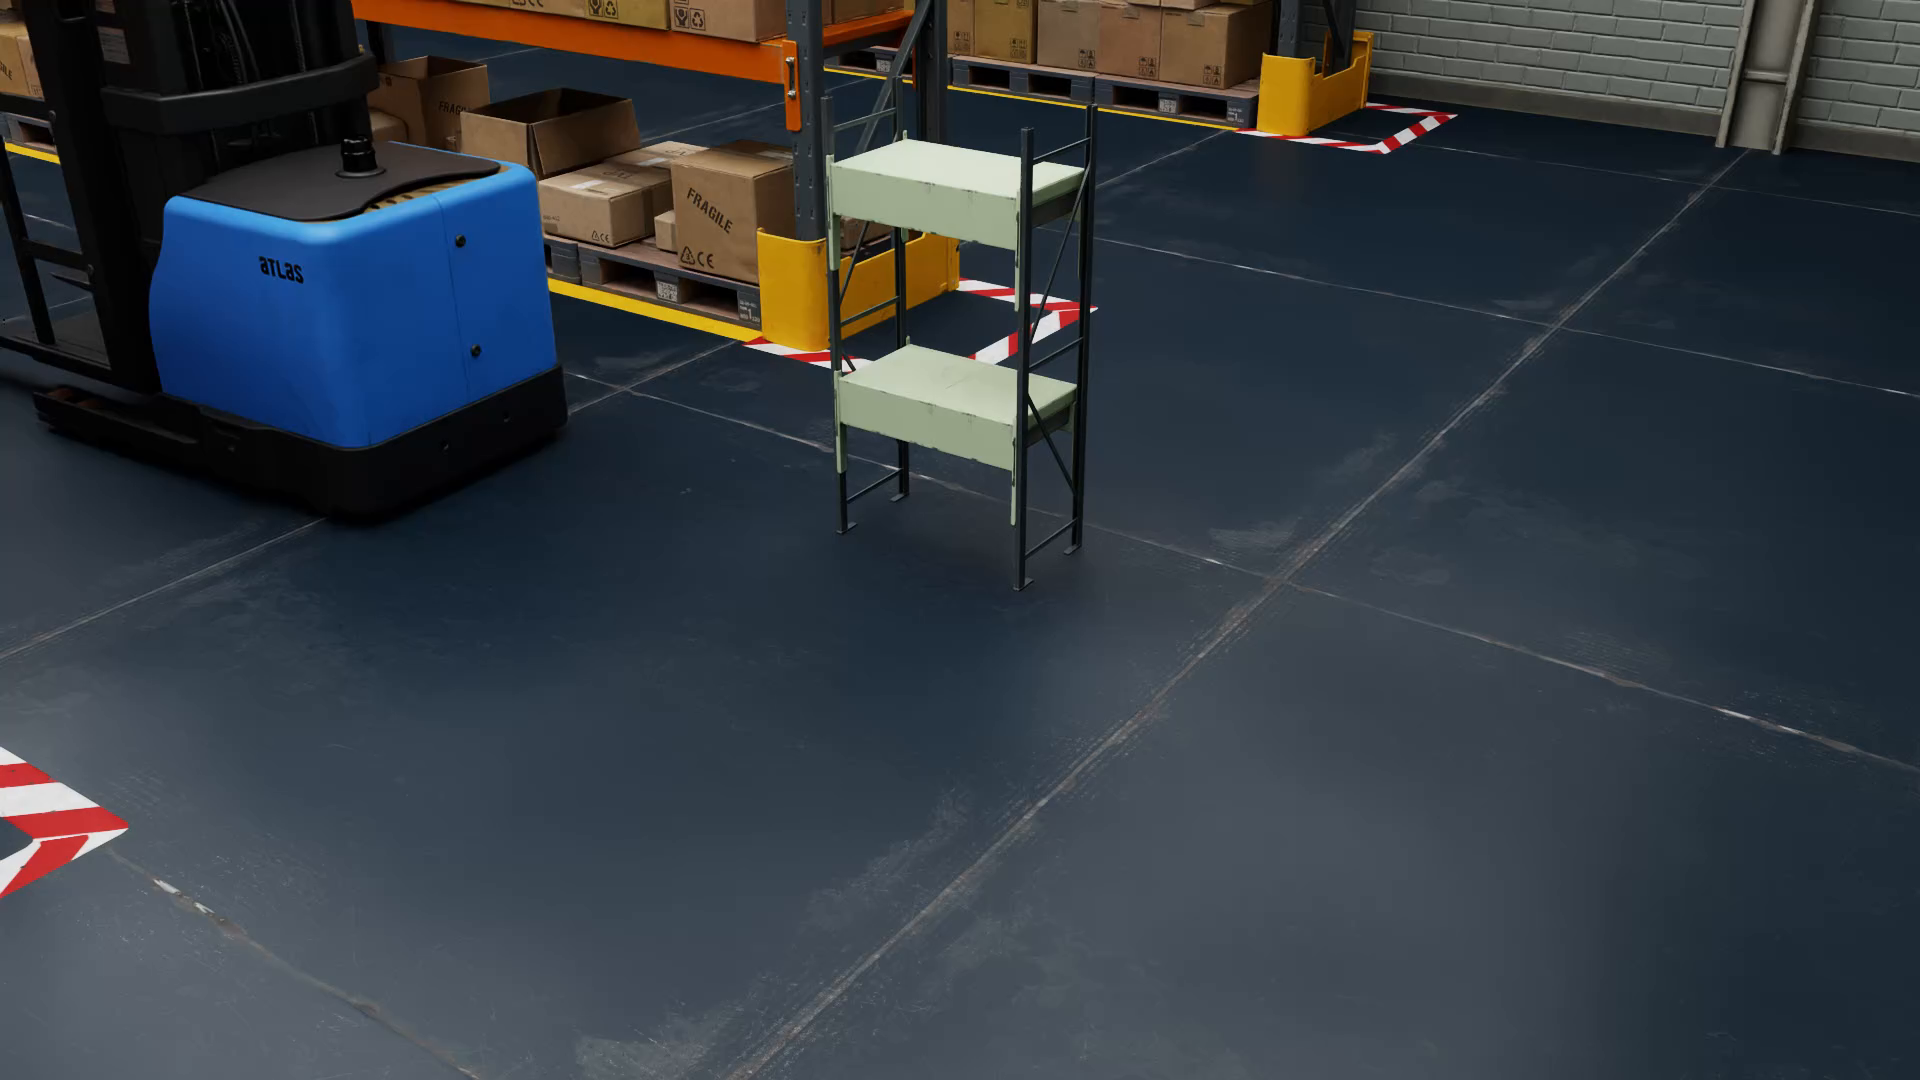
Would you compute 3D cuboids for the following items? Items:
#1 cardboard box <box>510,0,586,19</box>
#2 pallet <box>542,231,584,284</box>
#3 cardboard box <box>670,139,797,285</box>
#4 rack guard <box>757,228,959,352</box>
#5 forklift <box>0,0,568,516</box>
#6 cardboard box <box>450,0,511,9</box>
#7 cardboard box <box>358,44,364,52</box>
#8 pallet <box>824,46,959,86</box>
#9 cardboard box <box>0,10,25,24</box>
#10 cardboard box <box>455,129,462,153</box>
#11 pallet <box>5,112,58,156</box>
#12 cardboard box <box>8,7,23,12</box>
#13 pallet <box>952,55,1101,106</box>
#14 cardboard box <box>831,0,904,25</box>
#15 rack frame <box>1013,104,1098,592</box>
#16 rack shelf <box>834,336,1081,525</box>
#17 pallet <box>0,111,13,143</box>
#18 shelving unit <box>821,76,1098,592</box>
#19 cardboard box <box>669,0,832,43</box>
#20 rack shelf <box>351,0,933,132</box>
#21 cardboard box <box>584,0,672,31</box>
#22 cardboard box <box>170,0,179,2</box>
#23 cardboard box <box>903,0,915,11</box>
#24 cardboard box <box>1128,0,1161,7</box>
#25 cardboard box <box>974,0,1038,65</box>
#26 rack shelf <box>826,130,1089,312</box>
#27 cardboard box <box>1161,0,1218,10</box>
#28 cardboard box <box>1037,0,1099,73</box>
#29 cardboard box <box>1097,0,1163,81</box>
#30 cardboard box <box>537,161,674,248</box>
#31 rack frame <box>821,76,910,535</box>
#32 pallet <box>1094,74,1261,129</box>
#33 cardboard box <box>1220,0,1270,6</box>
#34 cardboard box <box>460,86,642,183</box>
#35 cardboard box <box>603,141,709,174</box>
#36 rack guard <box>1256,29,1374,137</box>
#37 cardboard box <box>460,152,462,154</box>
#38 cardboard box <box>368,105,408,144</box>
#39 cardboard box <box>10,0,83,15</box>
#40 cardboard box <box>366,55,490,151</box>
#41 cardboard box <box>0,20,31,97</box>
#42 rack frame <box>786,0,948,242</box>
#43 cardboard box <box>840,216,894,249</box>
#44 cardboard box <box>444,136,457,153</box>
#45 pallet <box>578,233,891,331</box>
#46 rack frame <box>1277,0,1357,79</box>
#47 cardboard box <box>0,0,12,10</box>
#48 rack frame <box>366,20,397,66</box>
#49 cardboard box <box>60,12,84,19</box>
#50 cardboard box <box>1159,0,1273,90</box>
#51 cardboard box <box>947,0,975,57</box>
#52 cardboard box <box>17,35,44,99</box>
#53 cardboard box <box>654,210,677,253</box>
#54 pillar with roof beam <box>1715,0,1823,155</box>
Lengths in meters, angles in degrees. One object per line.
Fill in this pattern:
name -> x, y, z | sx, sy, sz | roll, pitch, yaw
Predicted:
cardboard box -> -1.748, -2.724, 7.685 | 0.500, 0.500, 0.500 | 18, 32, 31
pallet -> -2.109, -1.699, 8.856 | 1.213, 0.211, 1.003 | 17, 32, 30
cardboard box -> -0.975, -1.534, 7.728 | 0.500, 0.500, 0.500 | 17, 32, 30
rack guard -> -0.450, -1.310, 7.772 | 0.348, 0.500, 1.175 | 17, 32, 30
forklift -> -3.059, -1.879, 6.210 | 3.031, 2.935, 1.130 | 16, 31, 28
cardboard box -> -2.163, -2.854, 7.940 | 0.500, 0.500, 0.500 | 17, 31, 30
cardboard box -> -3.945, -2.729, 10.076 | 0.500, 0.500, 0.500 | 16, 31, 28
pallet -> -0.300, -3.817, 13.018 | 1.213, 0.211, 1.003 | 17, 32, 30
cardboard box -> -6.333, -3.184, 10.971 | 0.500, 0.500, 0.500 | 16, 31, 29
cardboard box -> -2.436, -2.196, 9.238 | 0.500, 0.311, 0.500 | 17, 32, 30
pallet -> -5.386, -2.696, 10.816 | 1.213, 0.211, 1.003 | 17, 32, 30
cardboard box -> -6.078, -3.388, 11.371 | 0.500, 0.500, 0.500 | 19, 32, 32
pallet -> 0.710, -3.504, 12.403 | 1.213, 0.211, 1.003 | 17, 32, 30
cardboard box -> -0.604, -2.661, 7.562 | 0.500, 0.500, 0.500 | 18, 32, 31
rack frame -> 0.296, -0.576, 5.229 | 0.023, 1.500, 0.400 | 17, 32, 30
rack shelf -> -0.006, -0.380, 5.561 | 0.720, 0.370, 0.431 | 17, 32, 30
pallet -> -6.387, -3.010, 11.432 | 1.213, 0.211, 1.003 | 17, 32, 30
shelving unit -> -0.006, -0.670, 5.413 | 0.755, 1.500, 0.431 | 17, 32, 30
cardboard box -> -0.910, -2.462, 7.170 | 0.500, 0.500, 0.500 | 18, 32, 32
rack shelf -> -2.036, -2.597, 8.339 | 4.000, 0.370, 1.077 | 17, 32, 30
cardboard box -> -1.340, -2.594, 7.430 | 0.500, 0.500, 0.500 | 18, 32, 31
cardboard box -> -4.769, -3.320, 10.410 | 0.500, 0.250, 0.500 | 17, 32, 30
cardboard box -> -0.324, -4.127, 12.845 | 0.500, 0.500, 0.700 | 18, 32, 31
cardboard box -> 1.361, -3.792, 11.472 | 0.250, 0.149, 0.380 | 18, 32, 32
cardboard box -> 0.510, -3.864, 12.329 | 0.500, 0.500, 0.700 | 18, 32, 31
rack shelf -> -0.006, -1.018, 5.236 | 0.720, 0.370, 0.431 | 17, 32, 30
cardboard box -> 1.572, -3.727, 11.343 | 0.250, 0.149, 0.380 | 17, 31, 30
cardboard box -> 0.953, -3.730, 12.065 | 0.500, 0.500, 0.700 | 16, 31, 29
cardboard box -> 1.368, -3.601, 11.812 | 0.500, 0.500, 0.700 | 17, 32, 30
cardboard box -> -1.741, -1.678, 8.286 | 0.500, 0.250, 0.500 | 17, 32, 30
rack frame -> -0.307, -0.764, 5.598 | 0.023, 1.500, 0.400 | 17, 32, 30
pallet -> 1.711, -3.190, 11.786 | 1.213, 0.211, 1.003 | 17, 32, 30
cardboard box -> 1.997, -3.804, 11.496 | 0.250, 0.149, 0.380 | 18, 32, 31
cardboard box -> -2.133, -2.034, 8.708 | 0.637, 0.503, 0.797 | 17, 32, 30
cardboard box -> -1.499, -1.877, 8.678 | 0.500, 0.250, 0.500 | 17, 32, 30
rack guard -> 2.434, -3.137, 11.363 | 0.348, 0.500, 1.175 | 17, 32, 30
cardboard box -> -2.742, -1.958, 8.928 | 0.250, 0.166, 0.380 | 17, 32, 30
cardboard box -> -3.461, -2.240, 9.325 | 0.500, 0.311, 0.500 | 17, 32, 30
cardboard box -> -6.029, -3.709, 11.176 | 0.500, 0.250, 0.500 | 19, 32, 32
cardboard box -> -3.054, -2.473, 9.573 | 0.500, 0.500, 0.500 | 17, 32, 30
cardboard box -> -5.923, -3.054, 10.714 | 0.500, 0.500, 0.500 | 17, 31, 30
rack frame -> -0.387, -2.404, 7.167 | 0.127, 3.000, 1.000 | 17, 32, 30
cardboard box -> -0.538, -1.566, 8.178 | 0.250, 0.149, 0.380 | 17, 32, 30
cardboard box -> -2.711, -2.243, 9.508 | 0.250, 0.149, 0.380 | 17, 32, 30
pallet -> -1.107, -1.385, 8.239 | 1.213, 0.211, 1.003 | 17, 32, 30
rack frame -> 2.414, -4.257, 10.808 | 0.127, 3.000, 1.000 | 17, 32, 30
cardboard box -> -7.247, -3.914, 12.085 | 0.500, 0.311, 0.500 | 19, 32, 32
rack frame -> -3.684, -3.431, 9.185 | 0.127, 3.000, 1.000 | 17, 32, 30
cardboard box -> -5.651, -3.255, 11.110 | 0.500, 0.500, 0.500 | 16, 31, 29
cardboard box -> 1.781, -3.473, 11.559 | 0.500, 0.500, 0.700 | 17, 32, 30
cardboard box -> 0.088, -3.997, 12.589 | 0.500, 0.500, 0.700 | 17, 32, 30
cardboard box -> -5.490, -2.922, 10.455 | 0.500, 0.500, 0.500 | 16, 31, 29
cardboard box -> -1.258, -1.523, 8.074 | 0.250, 0.166, 0.380 | 17, 32, 30
pillar with roof beam -> 2.692, -4.951, 5.558 | 0.400, 9.000, 9.100 | 17, 32, 30
